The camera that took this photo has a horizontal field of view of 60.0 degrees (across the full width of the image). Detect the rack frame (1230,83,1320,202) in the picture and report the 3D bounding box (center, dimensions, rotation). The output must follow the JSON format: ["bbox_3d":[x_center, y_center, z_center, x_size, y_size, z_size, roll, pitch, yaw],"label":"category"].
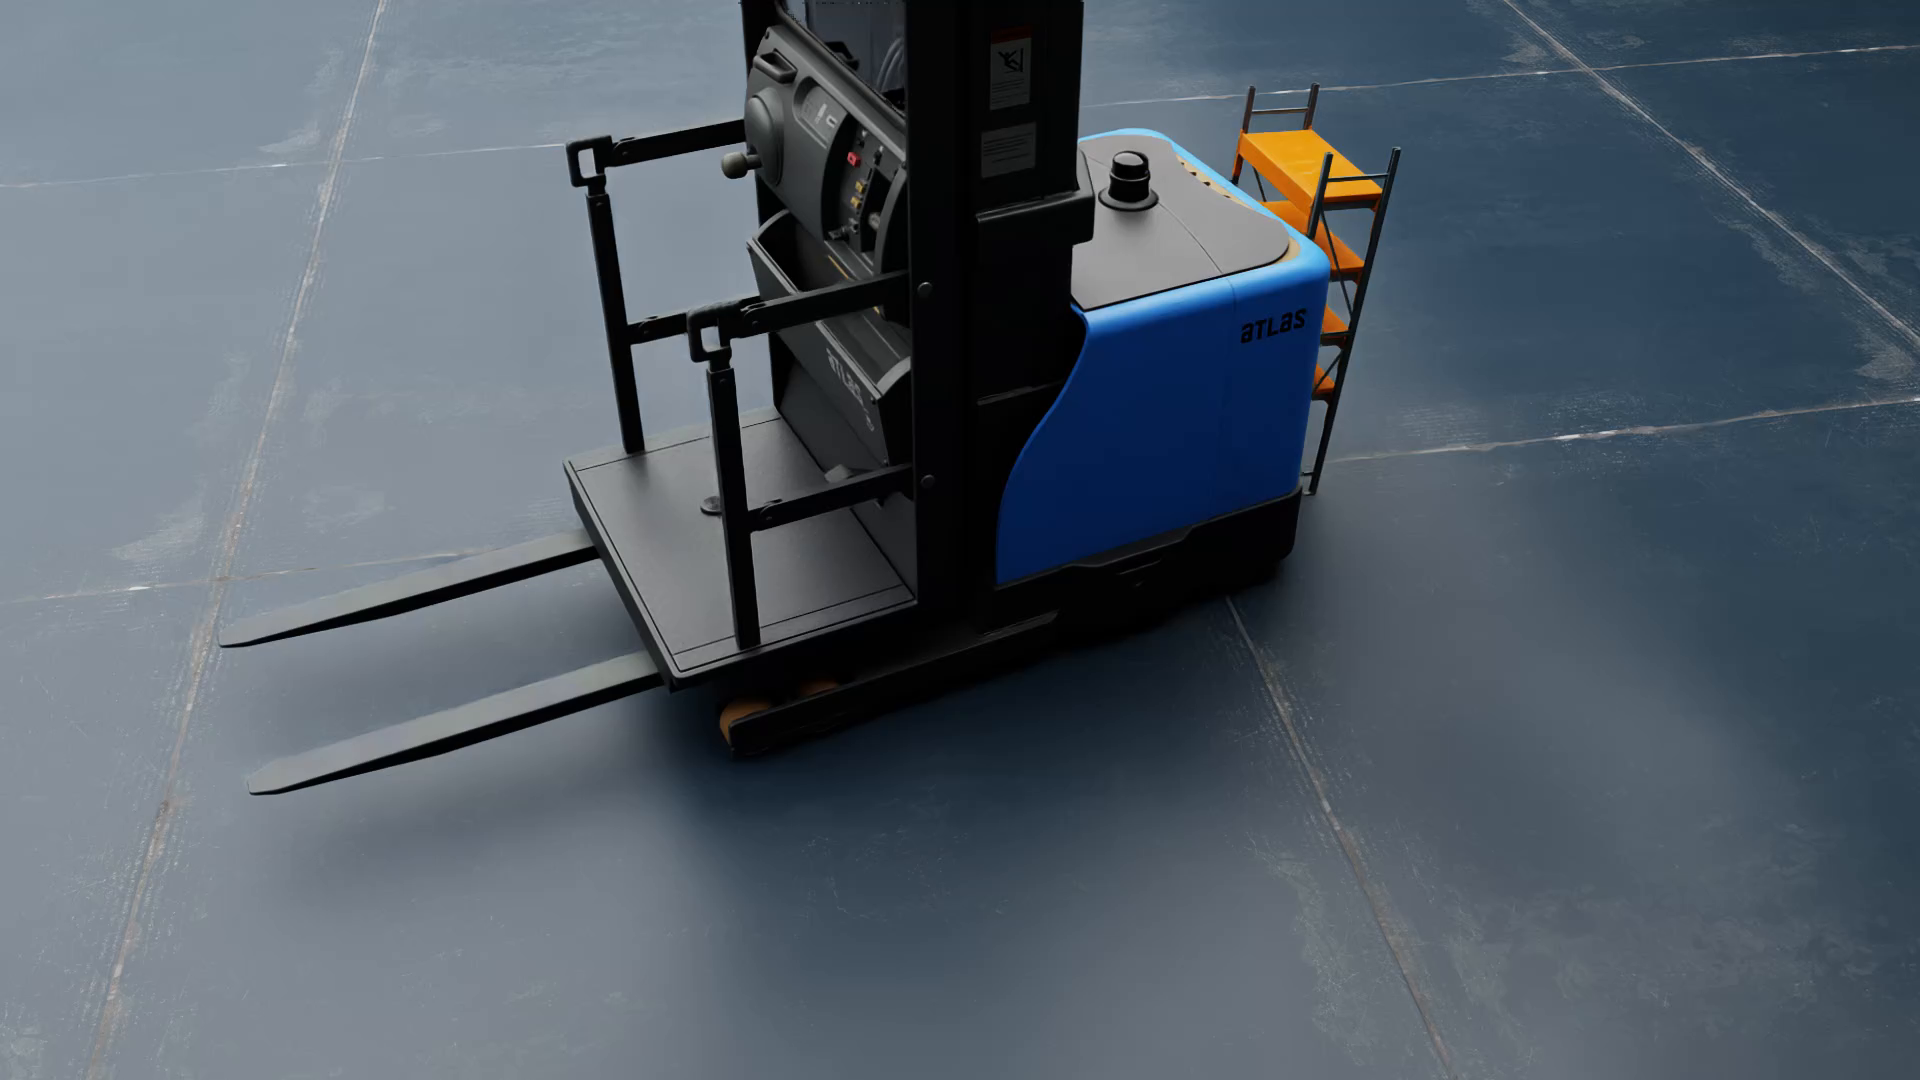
[{"bbox_3d":[0.941,-0.904,5.419,0.240,1.200,0.015,-8,38,-17],"label":"rack frame"}]

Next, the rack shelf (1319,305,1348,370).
[{"bbox_3d":[1.012,-0.707,5.276,0.258,0.148,0.480,-8,38,-17],"label":"rack shelf"}]

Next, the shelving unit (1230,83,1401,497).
[{"bbox_3d":[1.017,-0.761,5.236,0.258,1.200,0.503,-8,38,-17],"label":"shelving unit"}]

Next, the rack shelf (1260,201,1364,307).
[{"bbox_3d":[1.029,-0.887,5.144,0.258,0.148,0.480,-8,38,-17],"label":"rack shelf"}]

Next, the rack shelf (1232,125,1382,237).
[{"bbox_3d":[1.047,-1.077,5.004,0.258,0.148,0.480,-8,38,-17],"label":"rack shelf"}]

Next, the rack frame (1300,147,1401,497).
[{"bbox_3d":[1.094,-0.619,5.053,0.240,1.200,0.015,-8,38,-17],"label":"rack frame"}]

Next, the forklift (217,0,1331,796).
[{"bbox_3d":[-0.529,-0.948,4.081,3.031,2.935,1.130,-17,41,-20],"label":"forklift"}]

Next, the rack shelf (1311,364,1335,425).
[{"bbox_3d":[0.997,-0.548,5.394,0.258,0.148,0.480,-8,38,-17],"label":"rack shelf"}]
